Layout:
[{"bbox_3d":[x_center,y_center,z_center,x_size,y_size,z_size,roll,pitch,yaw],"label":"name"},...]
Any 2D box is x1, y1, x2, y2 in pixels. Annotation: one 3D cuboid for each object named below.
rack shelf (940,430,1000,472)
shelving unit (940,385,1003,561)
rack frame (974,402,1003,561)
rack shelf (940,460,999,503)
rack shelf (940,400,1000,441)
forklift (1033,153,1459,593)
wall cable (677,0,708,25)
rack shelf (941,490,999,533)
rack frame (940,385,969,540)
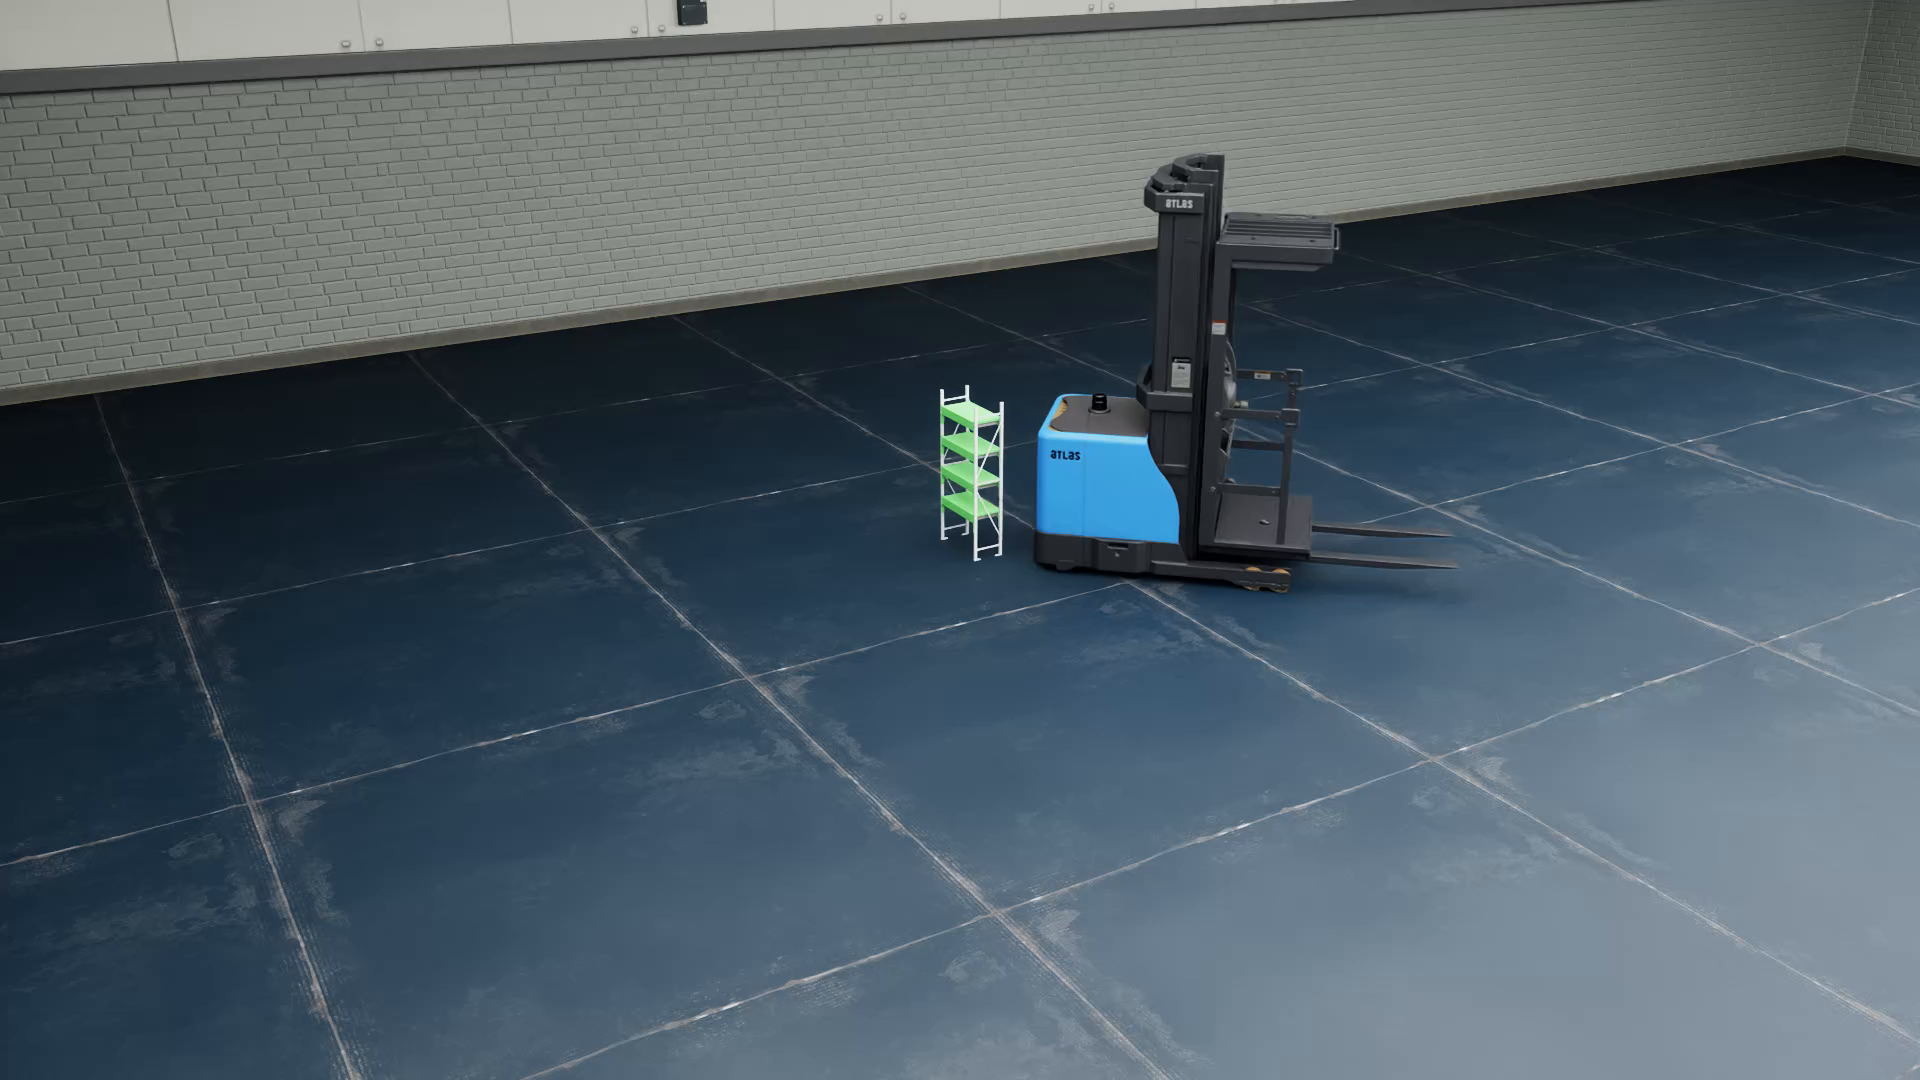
[{"bbox_3d":[0.085,-0.665,12.387,0.258,0.148,0.480,-13,25,-28],"label":"rack shelf"},{"bbox_3d":[0.085,-0.502,12.454,0.258,1.200,0.503,-13,25,-28],"label":"shelving unit"},{"bbox_3d":[0.209,-0.423,12.259,0.240,1.200,0.015,-13,25,-28],"label":"rack frame"},{"bbox_3d":[0.085,-0.443,12.478,0.258,0.148,0.480,-13,25,-28],"label":"rack shelf"},{"bbox_3d":[0.085,-0.888,12.297,0.258,0.148,0.480,-13,25,-28],"label":"rack shelf"},{"bbox_3d":[2.114,-1.200,11.871,3.031,2.935,1.130,5,23,11],"label":"forklift"},{"bbox_3d":[-2.056,-8.617,17.545,2.305,6.003,0.169,-13,25,-28],"label":"wall cable"},{"bbox_3d":[0.085,-0.221,12.568,0.258,0.148,0.480,-13,25,-28],"label":"rack shelf"},{"bbox_3d":[-0.040,-0.581,12.648,0.240,1.200,0.015,-13,25,-28],"label":"rack frame"}]
